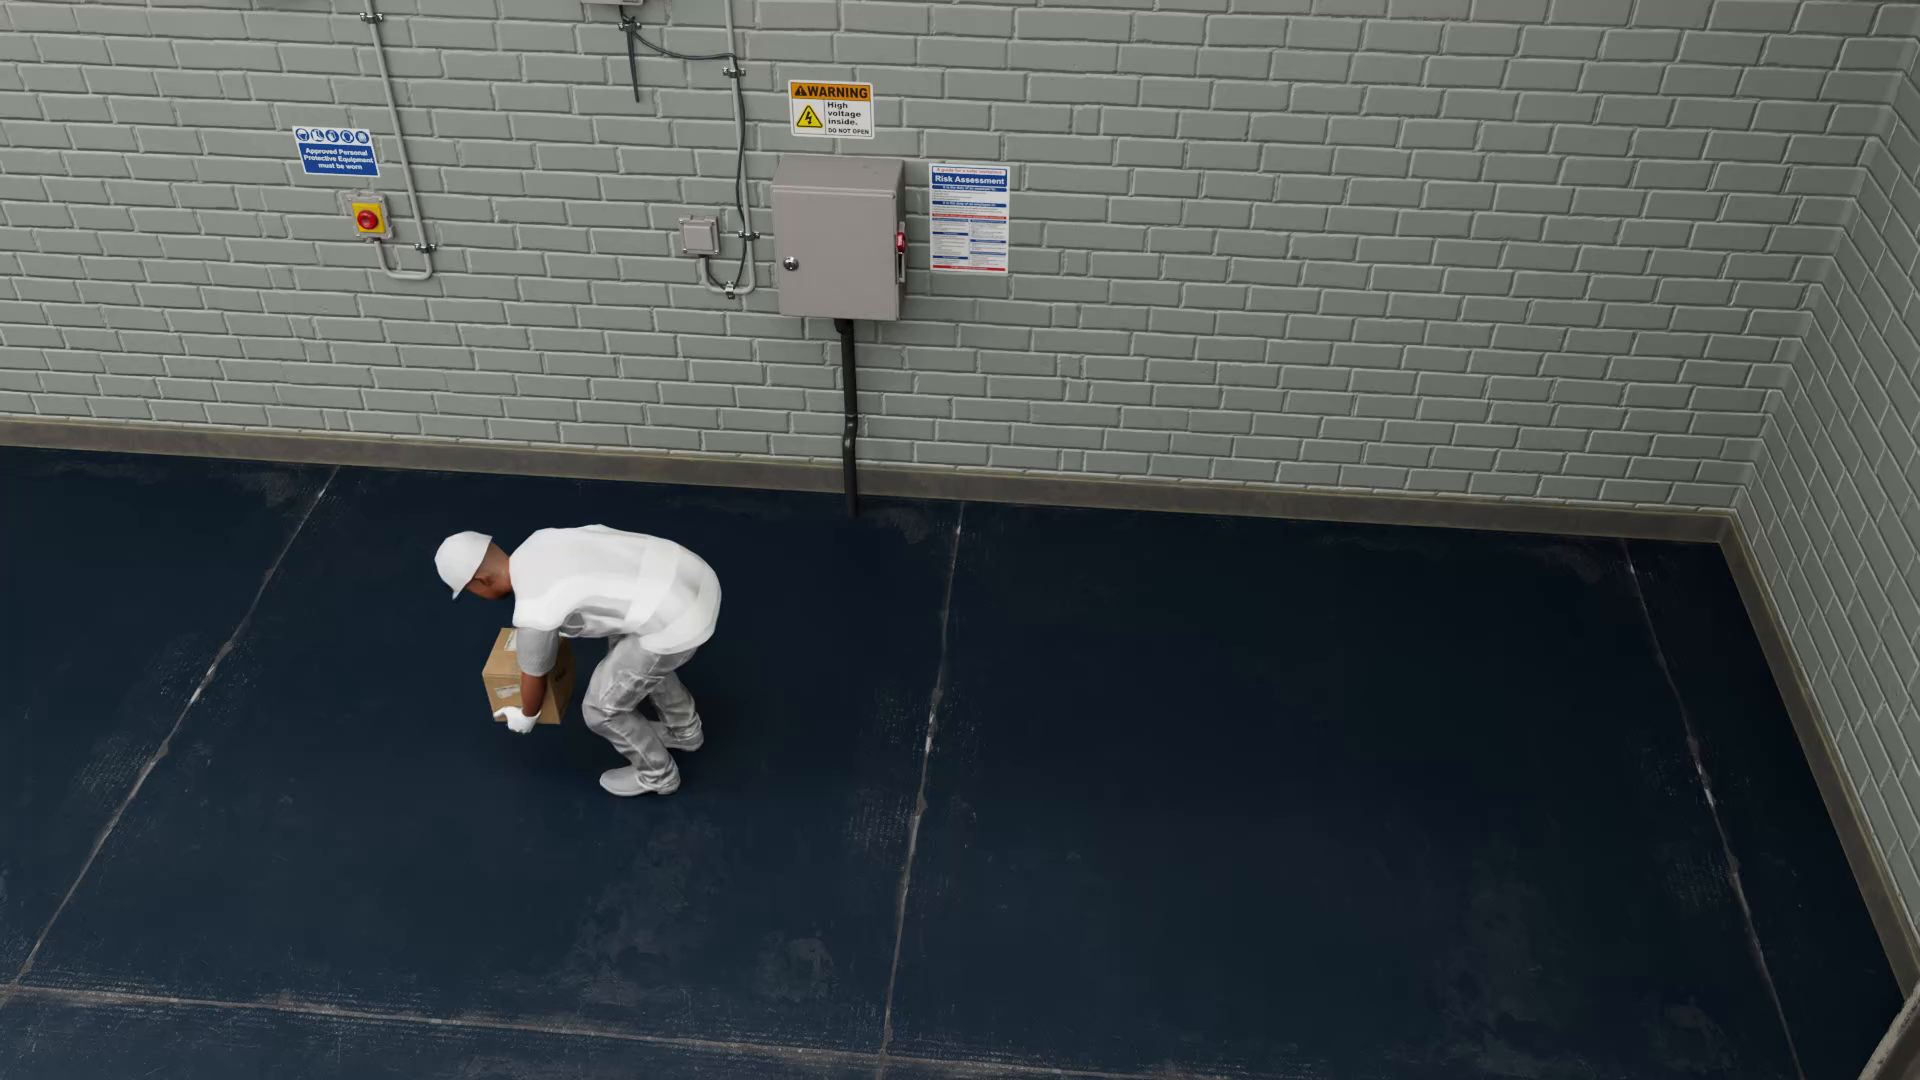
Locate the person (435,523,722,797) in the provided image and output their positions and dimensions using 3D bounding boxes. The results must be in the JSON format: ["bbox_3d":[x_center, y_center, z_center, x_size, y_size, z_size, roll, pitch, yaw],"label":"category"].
[{"bbox_3d":[-1.347,0.436,6.110,0.970,1.147,0.528,1,40,2],"label":"person"}]
